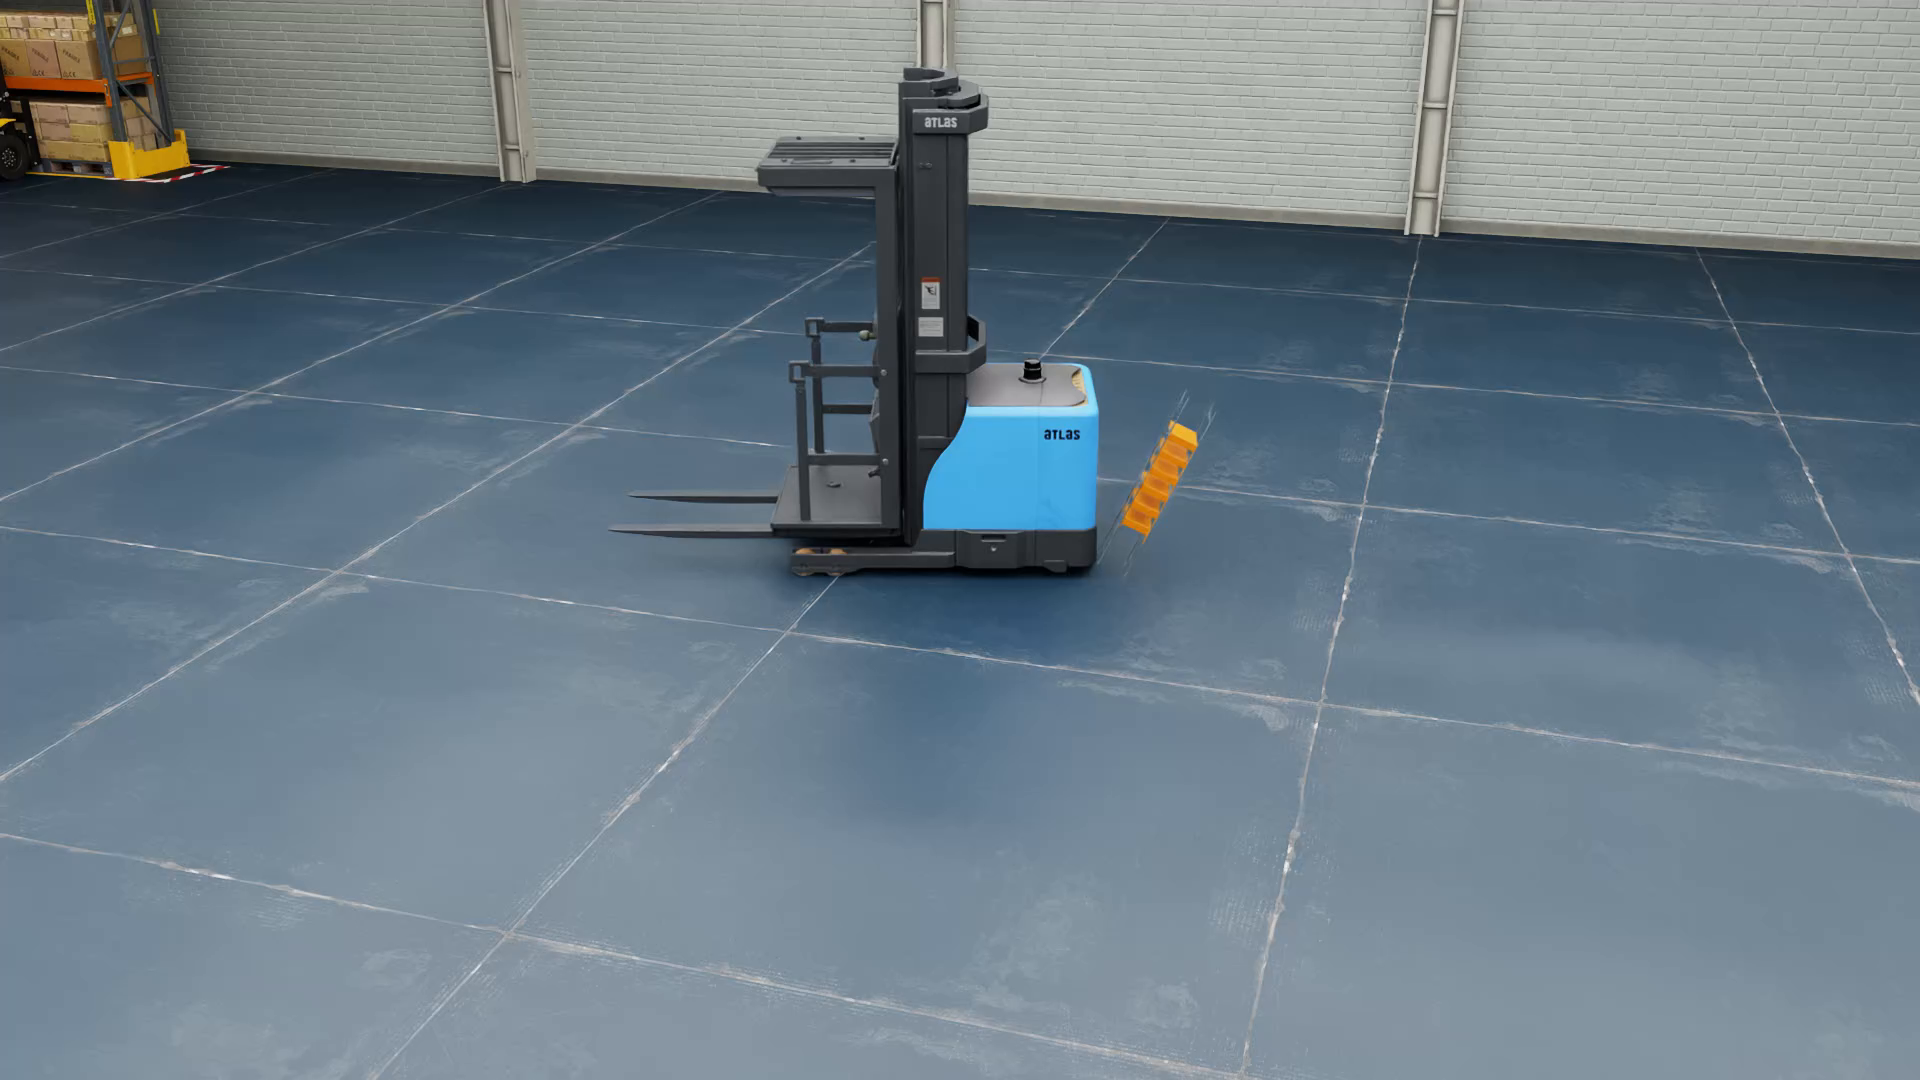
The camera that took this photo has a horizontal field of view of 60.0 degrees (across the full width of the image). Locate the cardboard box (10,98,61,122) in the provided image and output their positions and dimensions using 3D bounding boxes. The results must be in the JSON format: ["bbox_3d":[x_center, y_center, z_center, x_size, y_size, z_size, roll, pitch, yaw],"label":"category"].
[{"bbox_3d":[-12.891,-6.005,23.209,0.500,0.250,0.500,7,23,16],"label":"cardboard box"}]

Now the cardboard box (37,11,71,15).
[{"bbox_3d":[-12.633,-7.293,23.218,0.250,0.149,0.380,7,23,17],"label":"cardboard box"}]

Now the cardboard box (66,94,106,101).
[{"bbox_3d":[-12.268,-6.137,23.531,0.500,0.250,0.500,7,23,16],"label":"cardboard box"}]

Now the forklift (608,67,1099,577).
[{"bbox_3d":[-0.670,-1.331,10.154,3.031,2.935,1.130,0,22,1],"label":"forklift"}]

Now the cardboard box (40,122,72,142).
[{"bbox_3d":[-12.417,-5.730,23.196,0.500,0.250,0.500,6,23,15],"label":"cardboard box"}]

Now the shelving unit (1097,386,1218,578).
[{"bbox_3d":[1.186,-0.343,10.063,0.189,1.200,0.258,25,23,-4],"label":"shelving unit"}]

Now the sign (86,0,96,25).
[{"bbox_3d":[-11.554,-7.027,22.111,0.005,0.325,0.100,7,23,16],"label":"sign"}]

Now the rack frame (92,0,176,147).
[{"bbox_3d":[-11.384,-6.577,22.852,0.127,3.000,1.000,7,23,16],"label":"rack frame"}]

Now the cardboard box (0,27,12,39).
[{"bbox_3d":[-13.032,-6.992,22.876,0.250,0.149,0.380,7,23,16],"label":"cardboard box"}]

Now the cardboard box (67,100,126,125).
[{"bbox_3d":[-11.915,-5.899,22.952,0.500,0.250,0.500,7,23,17],"label":"cardboard box"}]

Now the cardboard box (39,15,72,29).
[{"bbox_3d":[-12.291,-7.059,22.647,0.250,0.149,0.380,7,23,17],"label":"cardboard box"}]

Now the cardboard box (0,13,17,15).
[{"bbox_3d":[-13.258,-7.190,22.968,0.250,0.149,0.380,7,23,16],"label":"cardboard box"}]

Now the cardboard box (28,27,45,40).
[{"bbox_3d":[-12.514,-6.959,22.797,0.250,0.149,0.380,6,23,15],"label":"cardboard box"}]

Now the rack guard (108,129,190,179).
[{"bbox_3d":[-11.361,-5.418,23.320,0.348,0.500,1.175,7,23,16],"label":"rack guard"}]

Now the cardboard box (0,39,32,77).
[{"bbox_3d":[-12.915,-6.698,23.016,0.500,0.500,0.500,6,23,14],"label":"cardboard box"}]

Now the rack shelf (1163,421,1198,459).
[{"bbox_3d":[1.317,-0.603,9.940,0.180,0.103,0.258,25,23,-4],"label":"rack shelf"}]

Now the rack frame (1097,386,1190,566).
[{"bbox_3d":[1.104,-0.382,10.057,0.006,1.200,0.240,25,23,-4],"label":"rack frame"}]

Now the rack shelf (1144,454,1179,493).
[{"bbox_3d":[1.218,-0.405,10.034,0.180,0.103,0.258,25,23,-4],"label":"rack shelf"}]

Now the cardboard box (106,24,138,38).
[{"bbox_3d":[-11.633,-7.055,23.031,0.250,0.149,0.380,6,23,14],"label":"cardboard box"}]

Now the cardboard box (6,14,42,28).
[{"bbox_3d":[-12.789,-7.101,22.751,0.250,0.149,0.380,7,23,17],"label":"cardboard box"}]

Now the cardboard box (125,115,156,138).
[{"bbox_3d":[-11.774,-5.858,23.509,0.500,0.250,0.500,7,23,16],"label":"cardboard box"}]

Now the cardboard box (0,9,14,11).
[{"bbox_3d":[-13.603,-7.423,23.534,0.250,0.149,0.380,6,23,15],"label":"cardboard box"}]

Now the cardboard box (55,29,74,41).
[{"bbox_3d":[-12.050,-6.877,22.597,0.250,0.149,0.380,7,23,16],"label":"cardboard box"}]

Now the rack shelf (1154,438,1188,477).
[{"bbox_3d":[1.267,-0.504,9.987,0.180,0.103,0.258,25,23,-4],"label":"rack shelf"}]

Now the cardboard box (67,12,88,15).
[{"bbox_3d":[-12.141,-7.241,23.091,0.250,0.149,0.380,7,23,17],"label":"cardboard box"}]

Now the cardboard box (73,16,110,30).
[{"bbox_3d":[-11.787,-7.024,22.563,0.250,0.149,0.380,7,23,16],"label":"cardboard box"}]

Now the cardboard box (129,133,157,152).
[{"bbox_3d":[-11.797,-5.624,23.599,0.500,0.250,0.500,7,23,16],"label":"cardboard box"}]

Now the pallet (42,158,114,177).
[{"bbox_3d":[-12.128,-5.356,23.549,1.213,0.211,1.003,7,23,16],"label":"pallet"}]

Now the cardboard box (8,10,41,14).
[{"bbox_3d":[-13.116,-7.356,23.371,0.250,0.149,0.380,7,23,16],"label":"cardboard box"}]

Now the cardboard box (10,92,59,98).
[{"bbox_3d":[-13.233,-6.254,23.817,0.500,0.250,0.500,6,23,14],"label":"cardboard box"}]

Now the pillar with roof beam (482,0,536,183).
[{"bbox_3d":[-7.289,-7.535,17.282,0.400,9.000,9.100,7,23,16],"label":"pillar with roof beam"}]

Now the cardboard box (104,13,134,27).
[{"bbox_3d":[-11.643,-7.176,22.933,0.250,0.149,0.380,6,23,14],"label":"cardboard box"}]

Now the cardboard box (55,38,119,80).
[{"bbox_3d":[-11.931,-6.582,22.732,0.500,0.500,0.500,6,23,14],"label":"cardboard box"}]

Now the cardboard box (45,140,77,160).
[{"bbox_3d":[-12.398,-5.494,23.282,0.500,0.250,0.500,7,23,15],"label":"cardboard box"}]

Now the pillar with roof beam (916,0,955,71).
[{"bbox_3d":[-1.545,-6.877,15.678,0.400,9.000,9.100,7,23,16],"label":"pillar with roof beam"}]
